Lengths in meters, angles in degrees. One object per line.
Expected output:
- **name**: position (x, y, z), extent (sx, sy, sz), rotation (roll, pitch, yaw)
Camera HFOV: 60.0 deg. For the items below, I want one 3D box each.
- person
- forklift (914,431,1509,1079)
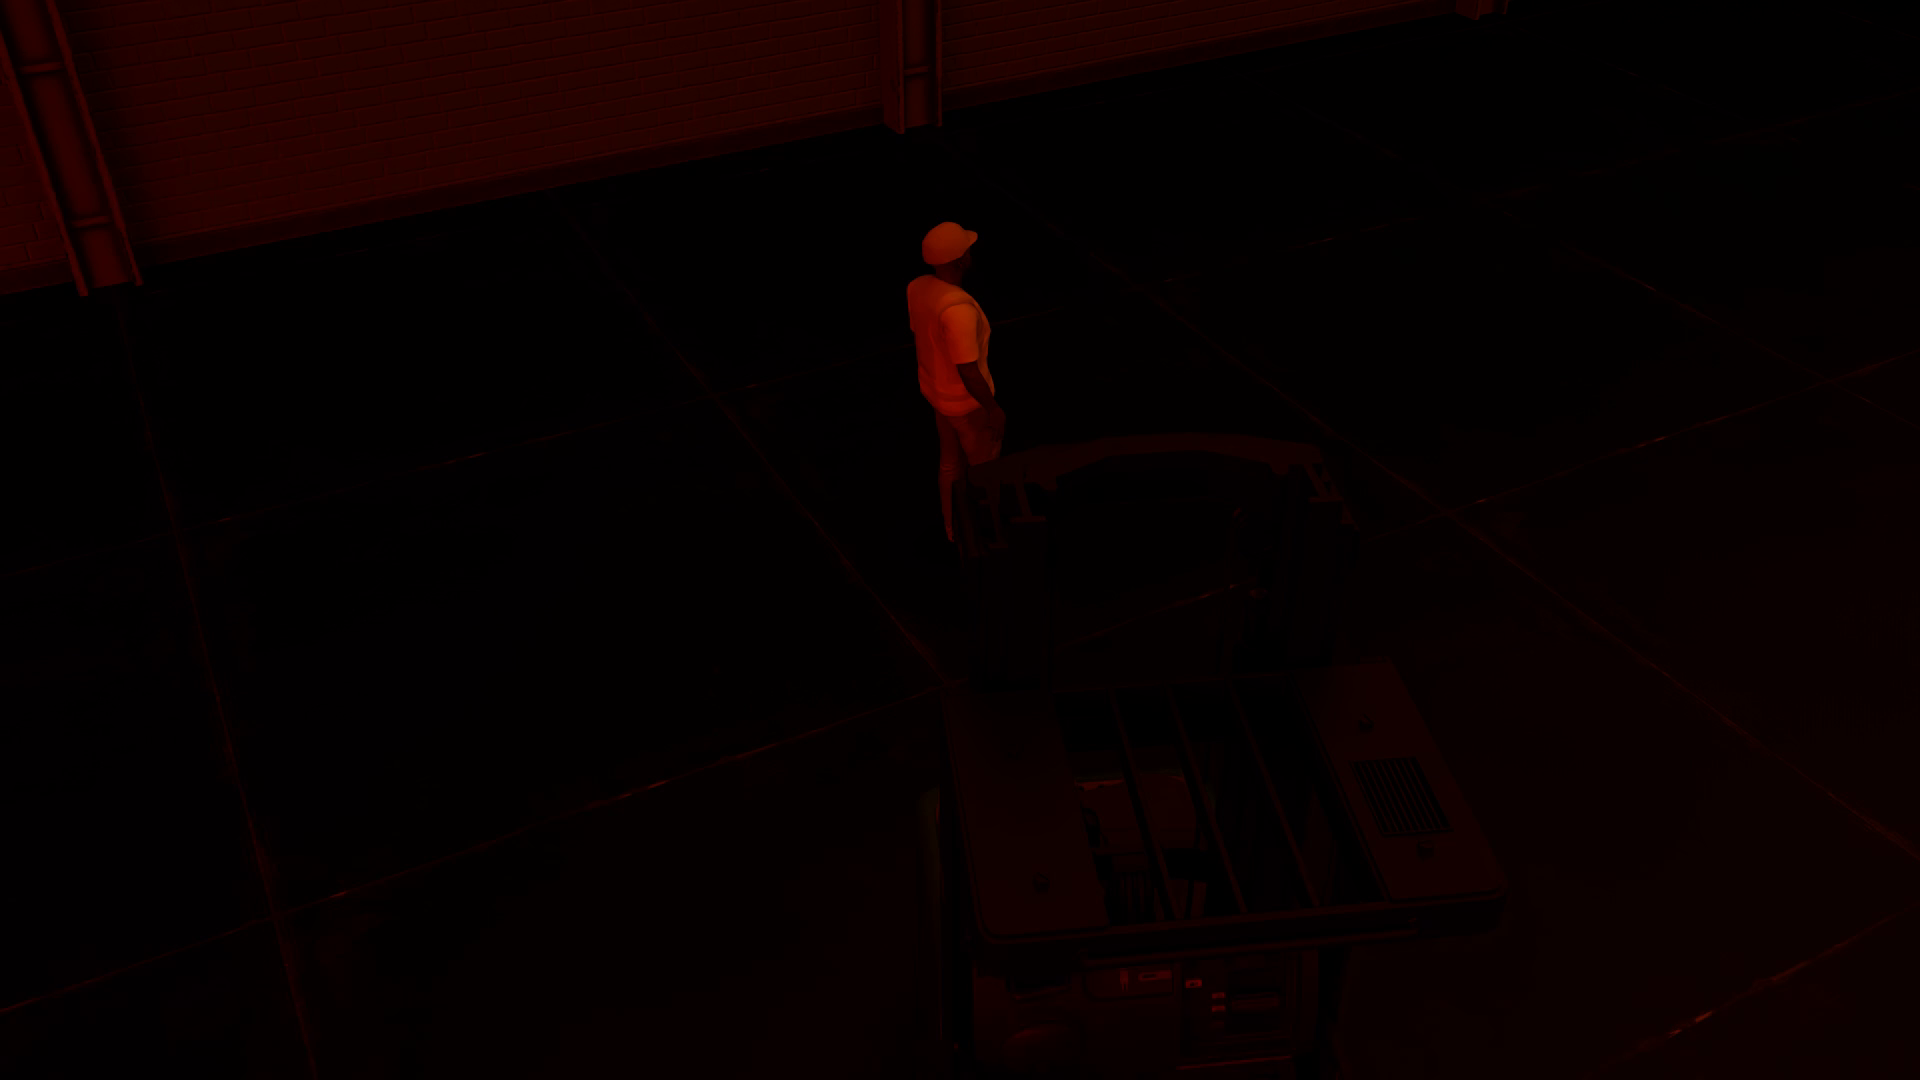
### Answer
- **person**: position (0.064, -0.743, 8.170), extent (0.577, 1.765, 0.665), rotation (-17, 39, -23)
- **forklift**: position (0.524, 1.324, 4.250), extent (1.130, 2.935, 3.031), rotation (-4, 35, -6)
